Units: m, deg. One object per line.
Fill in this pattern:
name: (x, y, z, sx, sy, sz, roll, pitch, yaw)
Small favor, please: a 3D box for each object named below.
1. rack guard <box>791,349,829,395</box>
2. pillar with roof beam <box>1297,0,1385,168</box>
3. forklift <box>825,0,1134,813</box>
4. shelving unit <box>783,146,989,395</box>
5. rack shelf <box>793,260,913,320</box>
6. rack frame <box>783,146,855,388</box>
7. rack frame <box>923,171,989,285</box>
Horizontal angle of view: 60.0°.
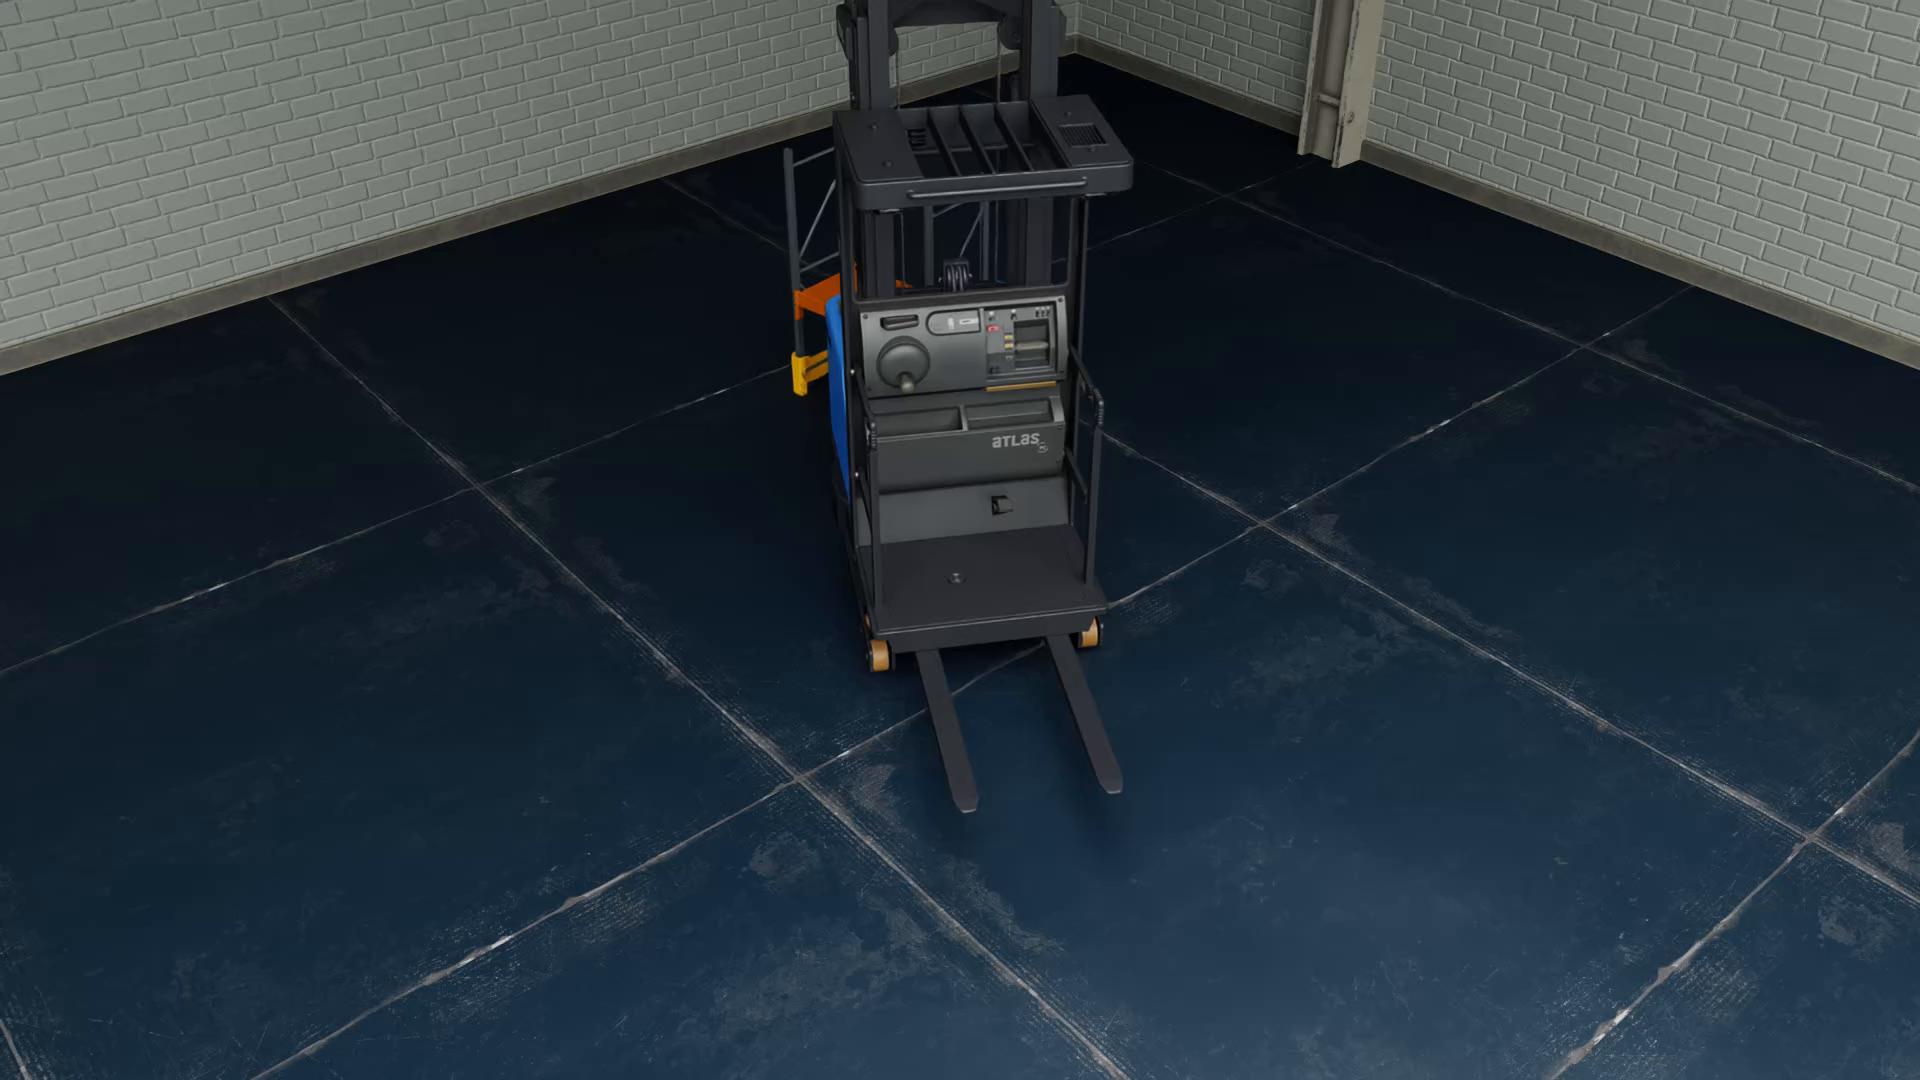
rack guard: (-0.778, -1.101, 9.989, 0.087, 0.250, 0.587, 26, 43, 32)
pillar with roof beam: (-0.437, -5.036, 7.975, 9.100, 9.000, 0.400, -26, 43, -32)
forklift: (0.062, -0.809, 7.258, 1.130, 2.935, 3.031, -6, 36, -8)
shelving unit: (-0.398, -1.425, 9.365, 1.083, 1.500, 0.587, 26, 43, 32)
rack shelf: (-0.405, -1.281, 9.474, 1.000, 0.185, 0.538, 26, 43, 32)
rack frame: (-0.793, -1.618, 9.638, 0.032, 1.500, 0.500, 26, 43, 32)
rack frame: (-0.018, -1.238, 9.101, 0.032, 1.500, 0.500, 26, 43, 32)
